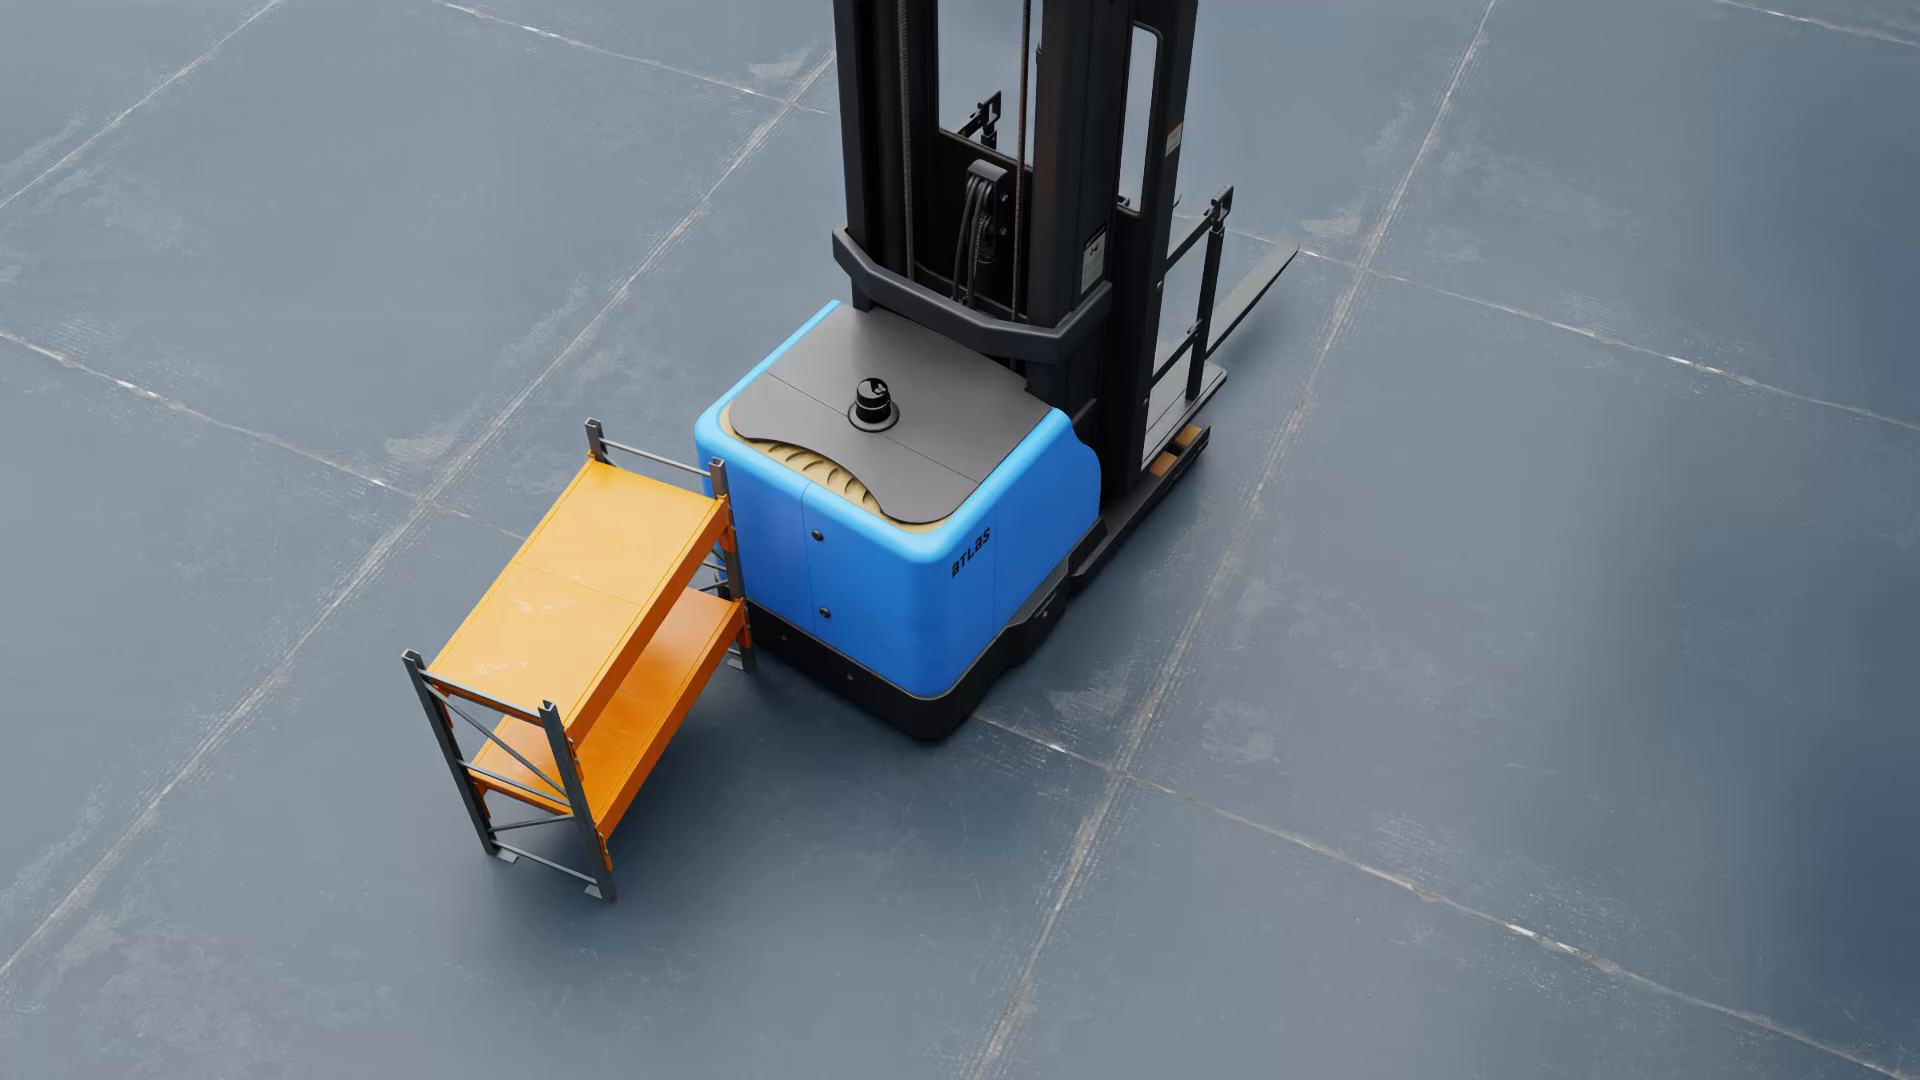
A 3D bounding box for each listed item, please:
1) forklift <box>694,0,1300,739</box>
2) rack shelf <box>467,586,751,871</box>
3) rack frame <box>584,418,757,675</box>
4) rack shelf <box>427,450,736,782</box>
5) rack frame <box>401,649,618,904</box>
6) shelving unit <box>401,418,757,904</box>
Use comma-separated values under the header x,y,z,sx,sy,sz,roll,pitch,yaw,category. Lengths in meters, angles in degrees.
x,y,z,sx,sy,sz,roll,pitch,yaw,category
0.364,-1.339,5.780,1.130,2.935,3.031,28,55,22,forklift
-1.183,0.564,5.668,0.538,0.278,1.000,18,52,14,rack shelf
-0.987,0.048,5.786,0.500,1.125,0.032,18,52,14,rack frame
-1.183,0.216,5.259,0.538,0.278,1.000,18,52,14,rack shelf
-1.378,0.763,5.178,0.500,1.125,0.032,18,52,14,rack frame
-1.183,0.405,5.482,0.538,1.125,1.048,18,52,14,shelving unit
